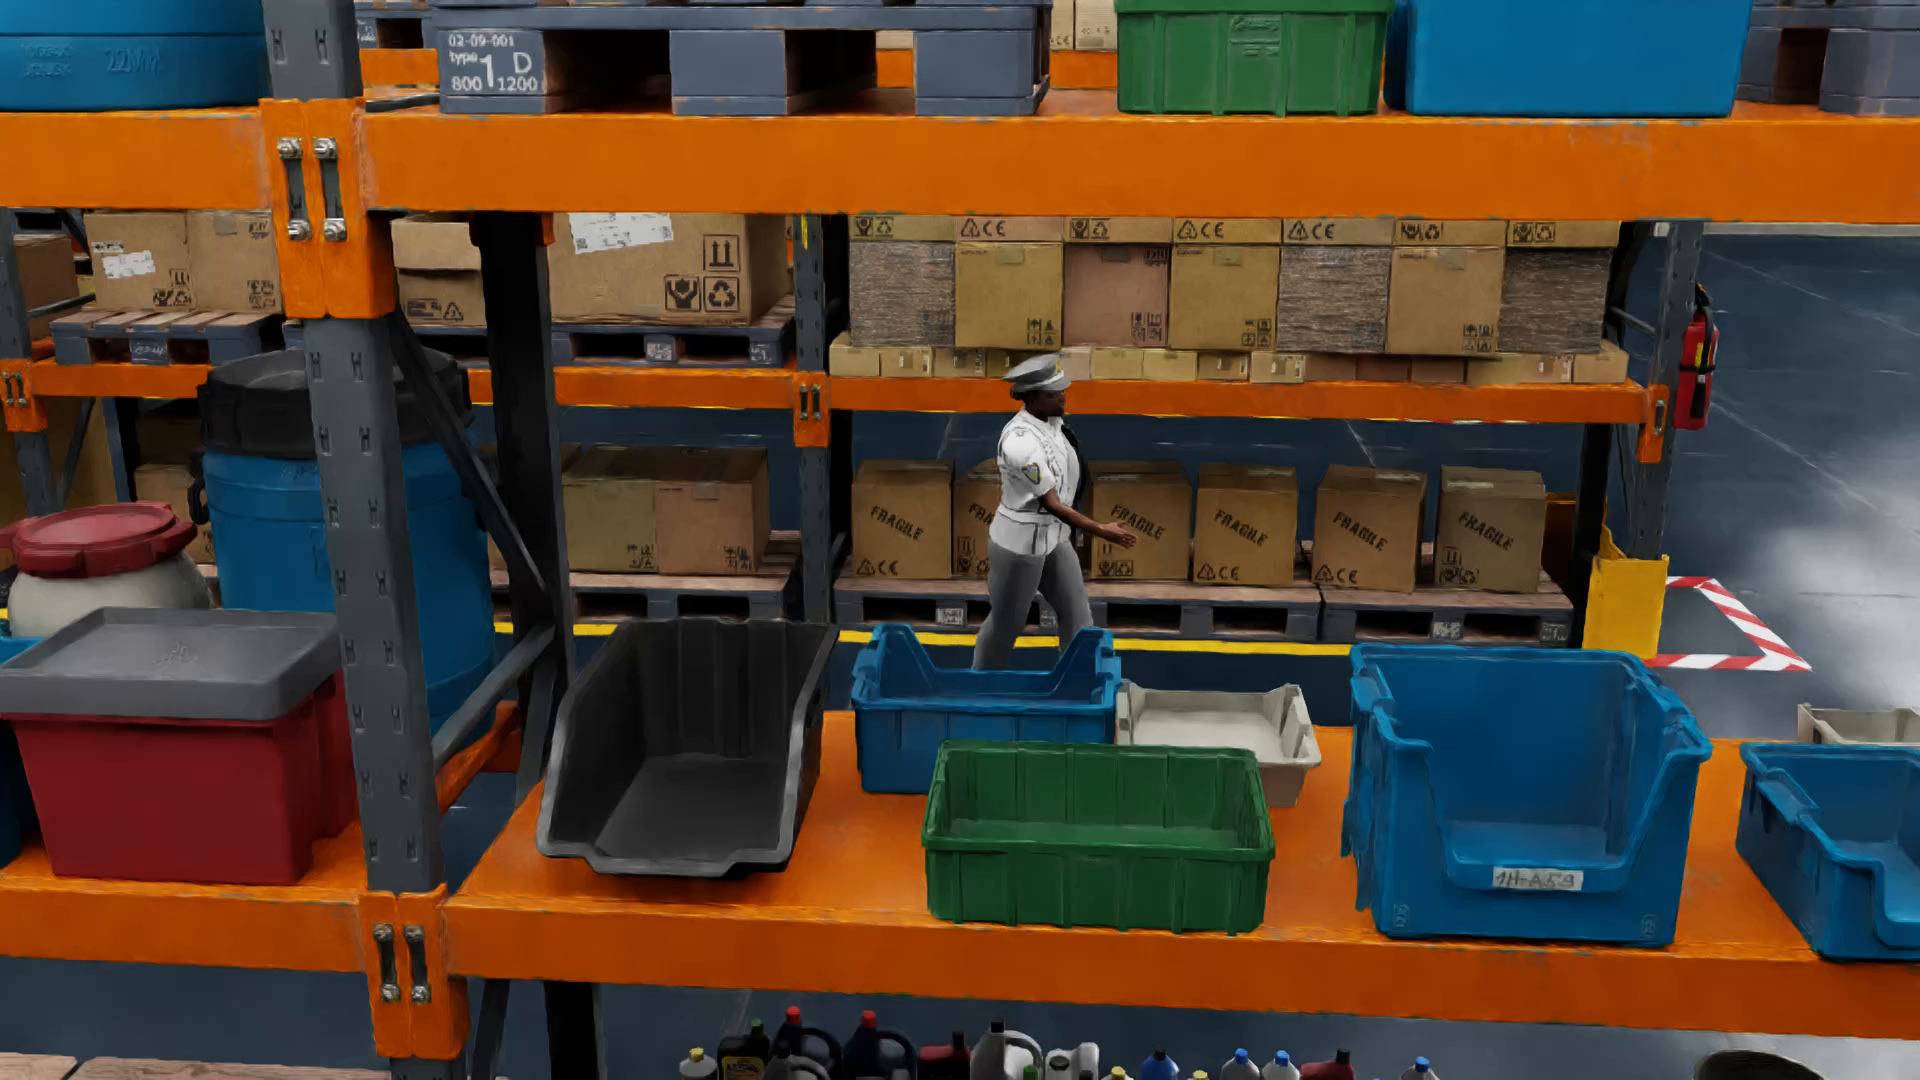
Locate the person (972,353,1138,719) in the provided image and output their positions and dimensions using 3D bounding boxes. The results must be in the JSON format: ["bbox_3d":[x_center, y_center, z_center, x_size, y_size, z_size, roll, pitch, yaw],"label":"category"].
[{"bbox_3d":[0.389,0.010,6.972,0.866,1.632,0.507,12,21,33],"label":"person"}]
